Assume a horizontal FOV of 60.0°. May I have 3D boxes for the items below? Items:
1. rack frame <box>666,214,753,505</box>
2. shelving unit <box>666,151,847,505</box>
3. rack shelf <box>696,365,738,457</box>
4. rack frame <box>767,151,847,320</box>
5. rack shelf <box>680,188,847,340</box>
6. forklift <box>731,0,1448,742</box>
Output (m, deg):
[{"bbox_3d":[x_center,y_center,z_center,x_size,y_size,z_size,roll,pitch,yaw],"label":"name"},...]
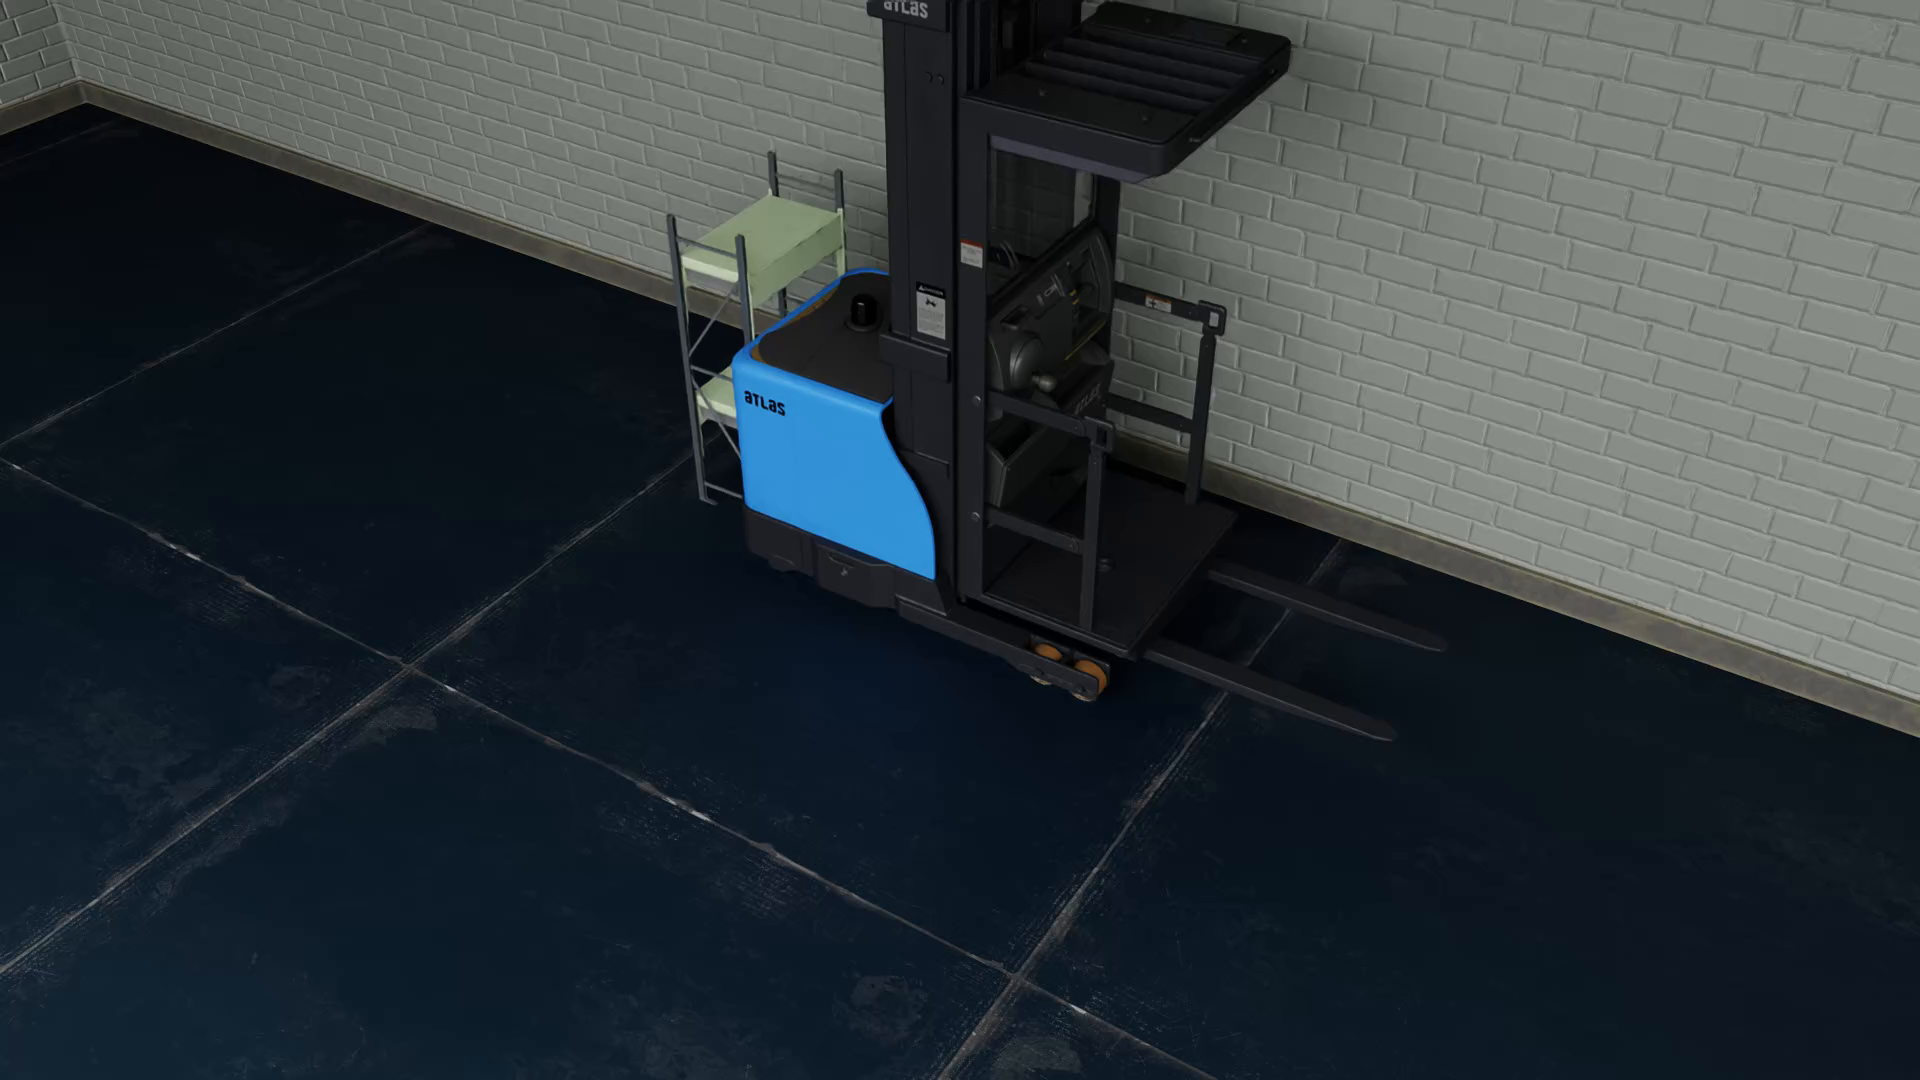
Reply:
[{"bbox_3d":[-1.077,-0.732,7.471,0.400,1.500,0.023,20,42,24],"label":"rack frame"},{"bbox_3d":[-0.889,-0.924,7.720,0.431,1.500,0.755,20,42,24],"label":"shelving unit"},{"bbox_3d":[-0.889,-0.666,7.919,0.431,0.370,0.720,20,42,24],"label":"rack shelf"},{"bbox_3d":[-0.702,-1.116,7.969,0.400,1.500,0.023,20,42,24],"label":"rack frame"},{"bbox_3d":[-0.889,-1.233,7.482,0.431,0.370,0.720,20,42,24],"label":"rack shelf"},{"bbox_3d":[0.543,-0.867,6.474,3.031,2.935,1.130,20,42,24],"label":"forklift"}]
